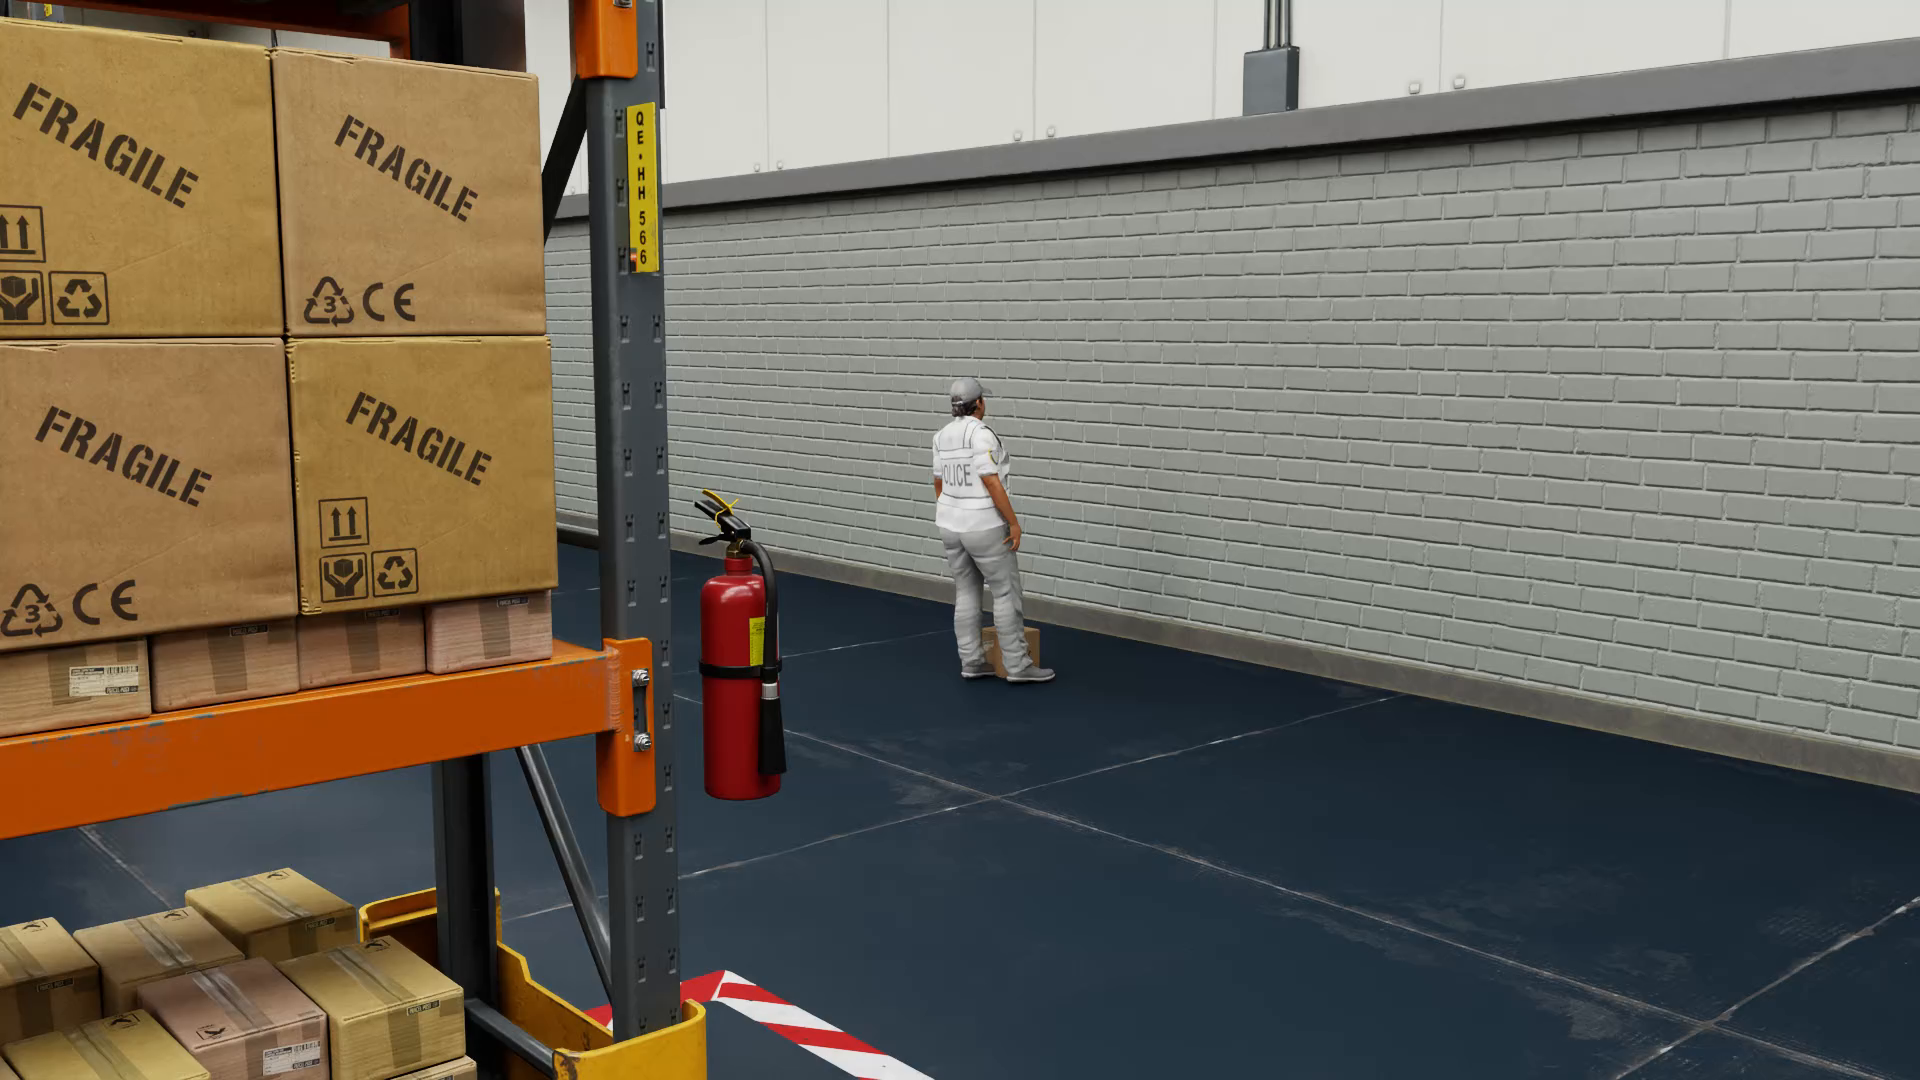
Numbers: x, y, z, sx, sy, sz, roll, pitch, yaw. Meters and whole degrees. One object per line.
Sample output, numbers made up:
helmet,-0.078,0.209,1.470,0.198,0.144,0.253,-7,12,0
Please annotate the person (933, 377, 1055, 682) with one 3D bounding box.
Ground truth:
person,0.161,-0.062,9.162,0.529,1.670,0.597,-7,10,-41
